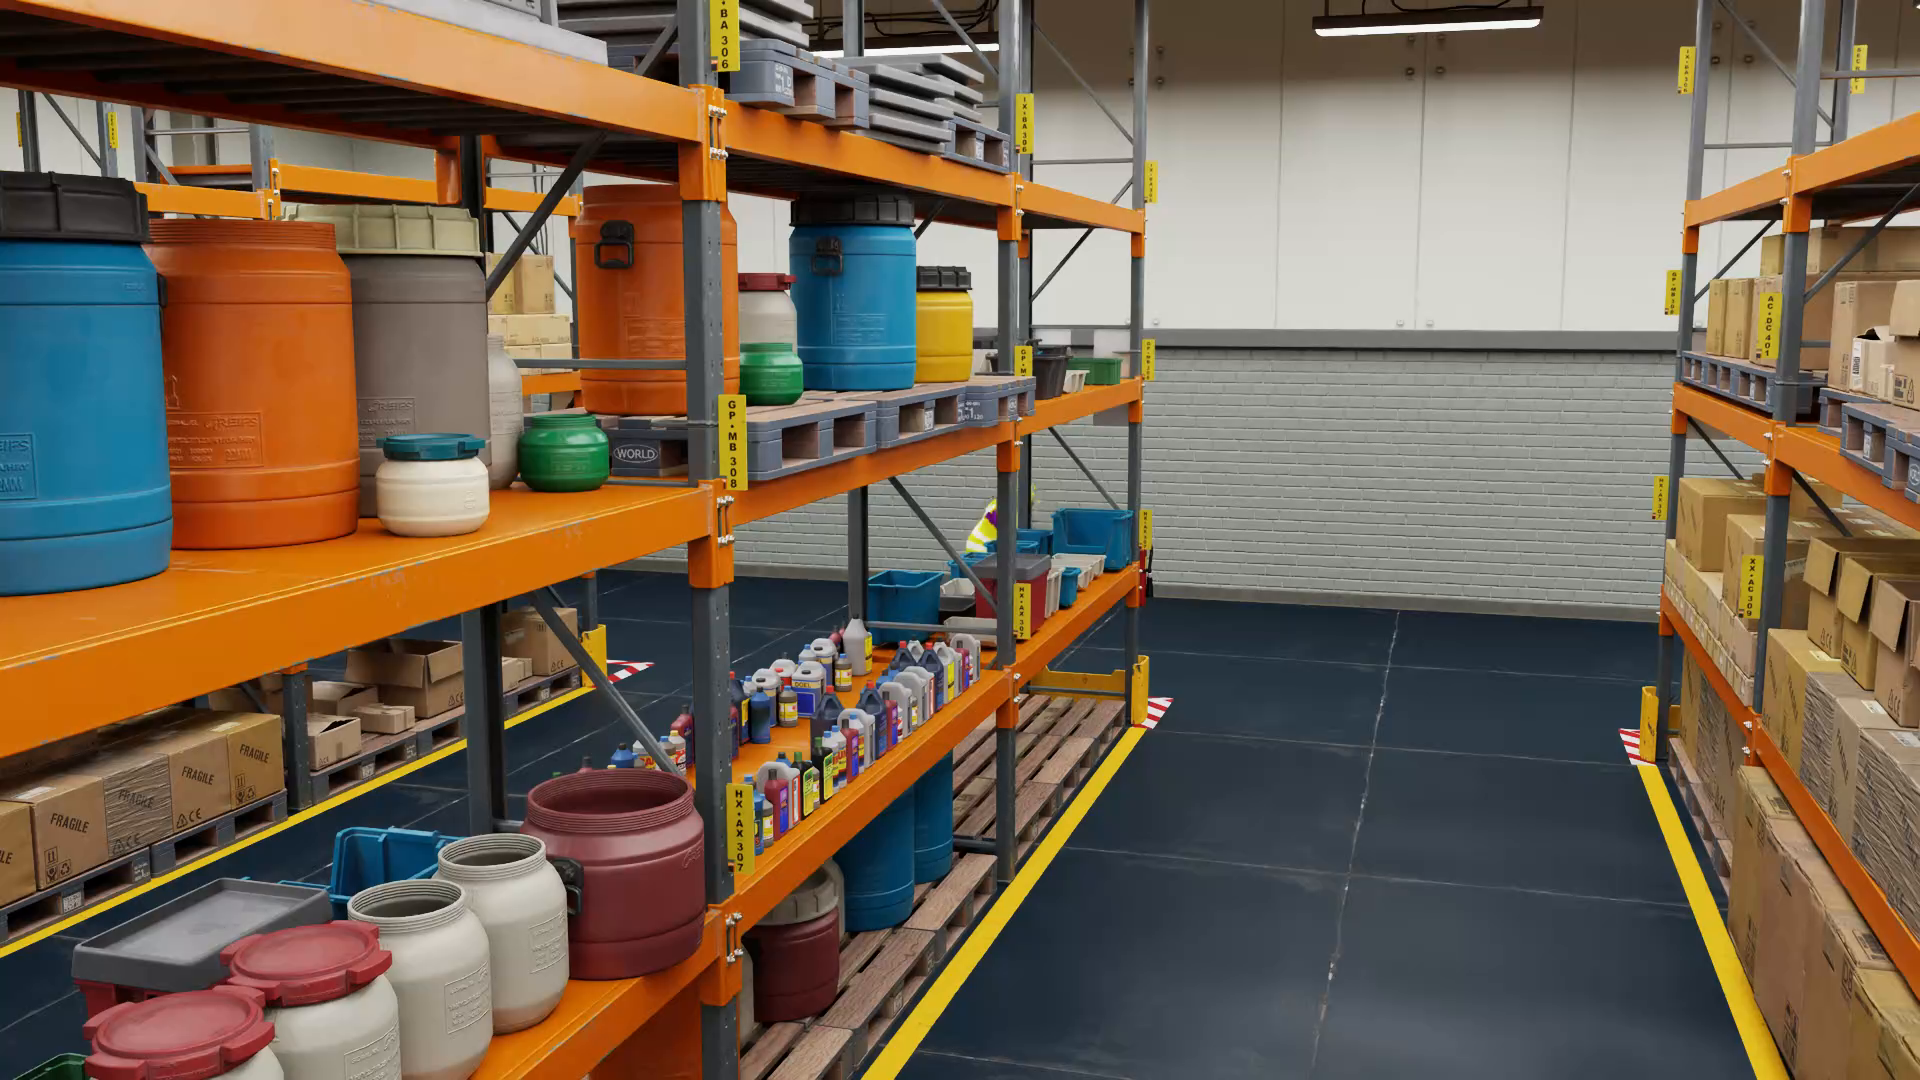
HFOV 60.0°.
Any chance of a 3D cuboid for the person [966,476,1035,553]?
[{"bbox_3d":[0.431,0.169,16.958,0.671,1.657,0.483,2,9,15],"label":"person"}]
